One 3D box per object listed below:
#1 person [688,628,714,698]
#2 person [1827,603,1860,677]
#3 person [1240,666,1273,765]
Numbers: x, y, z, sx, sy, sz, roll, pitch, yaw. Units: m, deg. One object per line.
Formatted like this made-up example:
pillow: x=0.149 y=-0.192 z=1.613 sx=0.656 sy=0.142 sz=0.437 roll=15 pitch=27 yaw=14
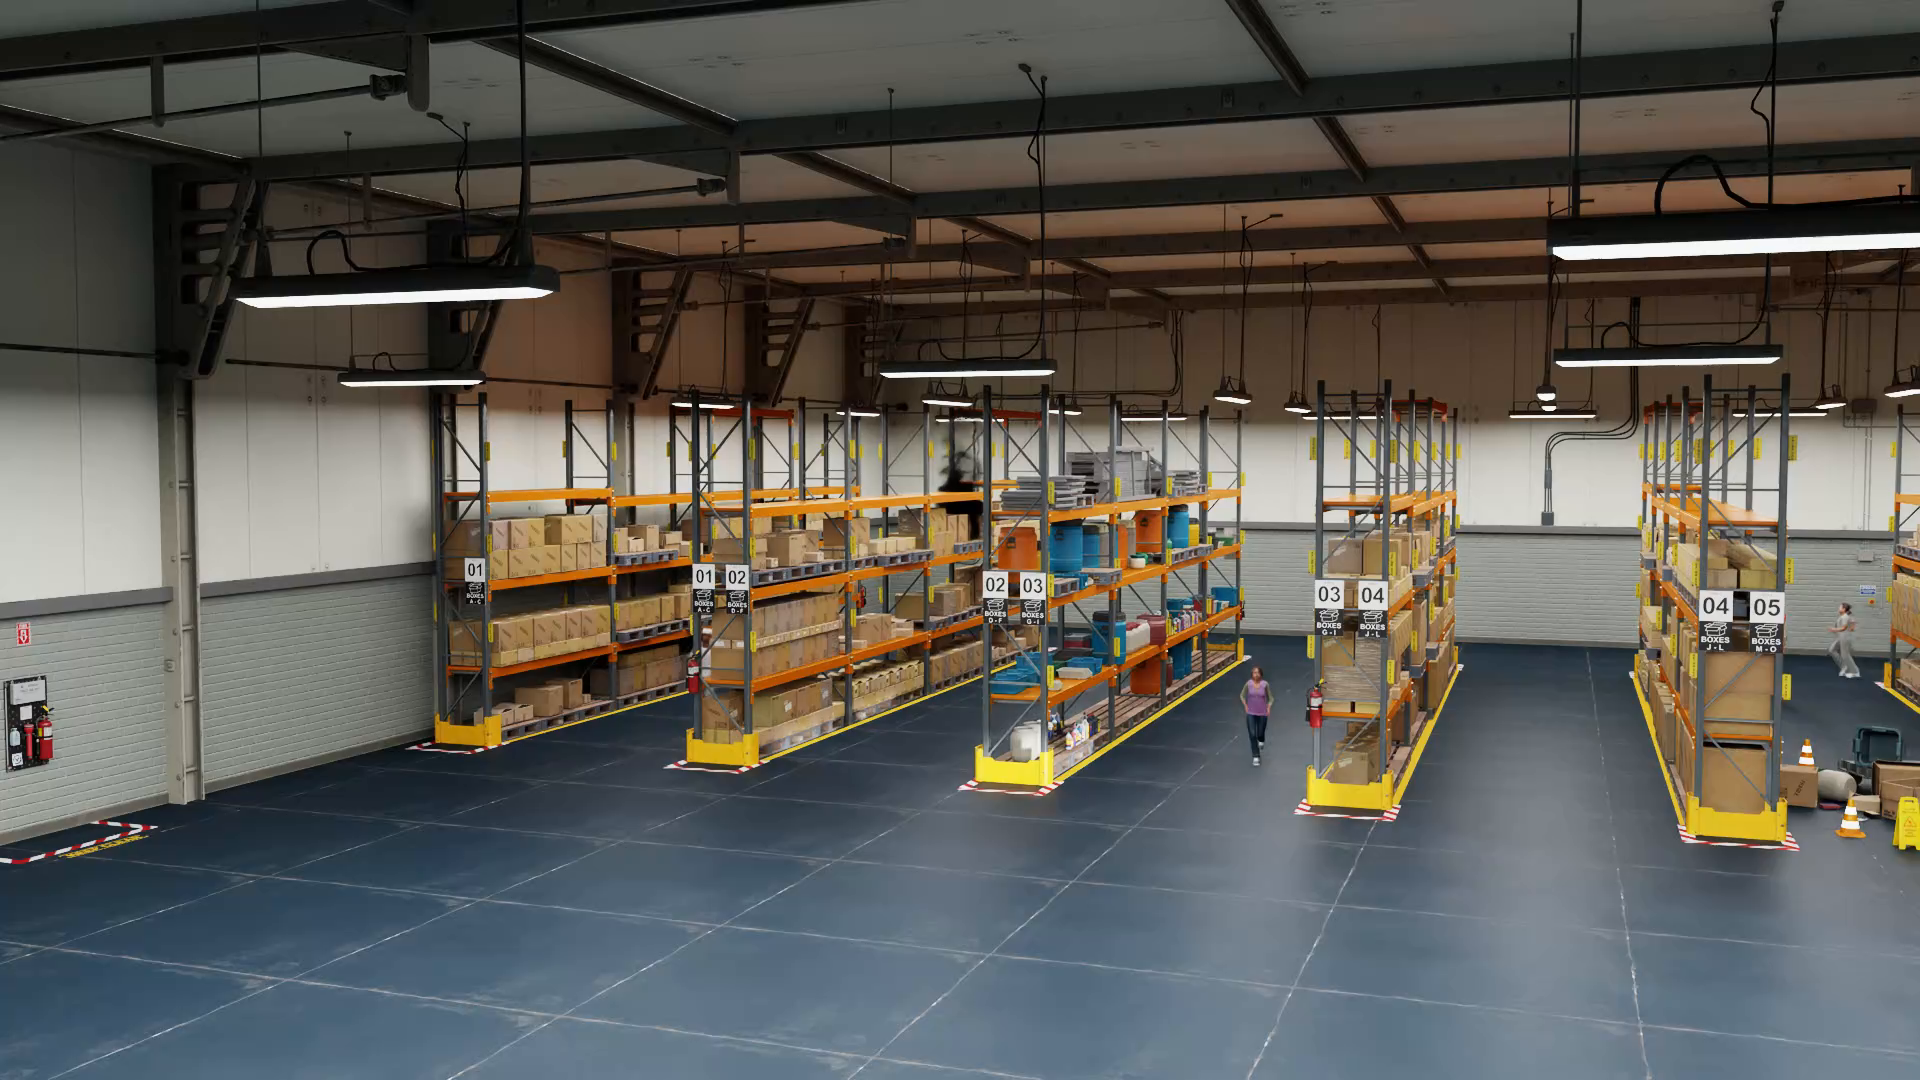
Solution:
person: x=-4.595 y=2.498 z=30.470 sx=0.710 sy=1.811 sz=0.913 roll=1 pitch=3 yaw=14
person: x=19.549 y=2.209 z=36.773 sx=0.675 sy=1.647 sz=0.547 roll=2 pitch=3 yaw=27
person: x=4.770 y=2.815 z=26.779 sx=0.540 sy=1.554 sz=0.604 roll=1 pitch=3 yaw=12
